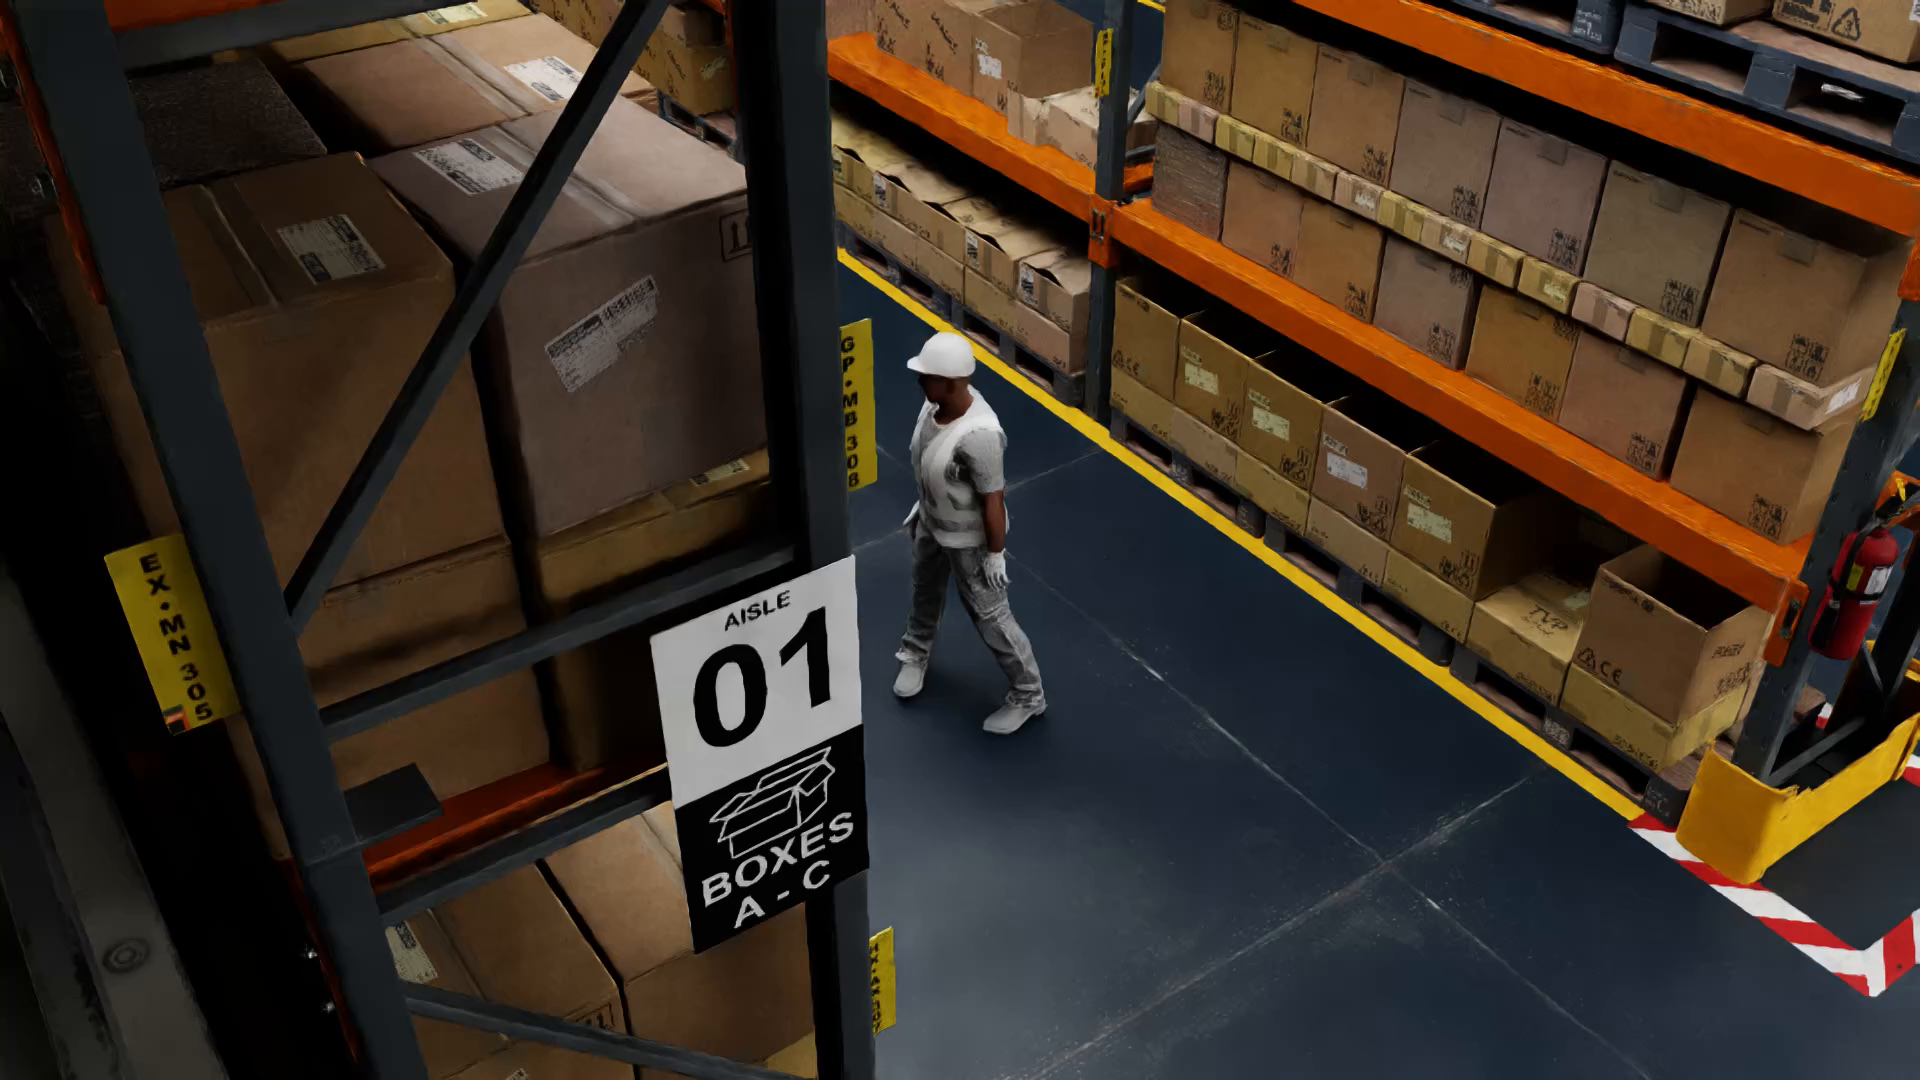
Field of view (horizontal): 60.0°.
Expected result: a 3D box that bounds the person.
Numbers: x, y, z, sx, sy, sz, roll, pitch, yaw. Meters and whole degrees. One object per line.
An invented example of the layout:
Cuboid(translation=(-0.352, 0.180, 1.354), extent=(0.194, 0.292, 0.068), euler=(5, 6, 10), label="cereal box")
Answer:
Cuboid(translation=(0.012, -0.028, 6.895), extent=(0.569, 1.779, 0.659), euler=(-15, 39, -20), label="person")
